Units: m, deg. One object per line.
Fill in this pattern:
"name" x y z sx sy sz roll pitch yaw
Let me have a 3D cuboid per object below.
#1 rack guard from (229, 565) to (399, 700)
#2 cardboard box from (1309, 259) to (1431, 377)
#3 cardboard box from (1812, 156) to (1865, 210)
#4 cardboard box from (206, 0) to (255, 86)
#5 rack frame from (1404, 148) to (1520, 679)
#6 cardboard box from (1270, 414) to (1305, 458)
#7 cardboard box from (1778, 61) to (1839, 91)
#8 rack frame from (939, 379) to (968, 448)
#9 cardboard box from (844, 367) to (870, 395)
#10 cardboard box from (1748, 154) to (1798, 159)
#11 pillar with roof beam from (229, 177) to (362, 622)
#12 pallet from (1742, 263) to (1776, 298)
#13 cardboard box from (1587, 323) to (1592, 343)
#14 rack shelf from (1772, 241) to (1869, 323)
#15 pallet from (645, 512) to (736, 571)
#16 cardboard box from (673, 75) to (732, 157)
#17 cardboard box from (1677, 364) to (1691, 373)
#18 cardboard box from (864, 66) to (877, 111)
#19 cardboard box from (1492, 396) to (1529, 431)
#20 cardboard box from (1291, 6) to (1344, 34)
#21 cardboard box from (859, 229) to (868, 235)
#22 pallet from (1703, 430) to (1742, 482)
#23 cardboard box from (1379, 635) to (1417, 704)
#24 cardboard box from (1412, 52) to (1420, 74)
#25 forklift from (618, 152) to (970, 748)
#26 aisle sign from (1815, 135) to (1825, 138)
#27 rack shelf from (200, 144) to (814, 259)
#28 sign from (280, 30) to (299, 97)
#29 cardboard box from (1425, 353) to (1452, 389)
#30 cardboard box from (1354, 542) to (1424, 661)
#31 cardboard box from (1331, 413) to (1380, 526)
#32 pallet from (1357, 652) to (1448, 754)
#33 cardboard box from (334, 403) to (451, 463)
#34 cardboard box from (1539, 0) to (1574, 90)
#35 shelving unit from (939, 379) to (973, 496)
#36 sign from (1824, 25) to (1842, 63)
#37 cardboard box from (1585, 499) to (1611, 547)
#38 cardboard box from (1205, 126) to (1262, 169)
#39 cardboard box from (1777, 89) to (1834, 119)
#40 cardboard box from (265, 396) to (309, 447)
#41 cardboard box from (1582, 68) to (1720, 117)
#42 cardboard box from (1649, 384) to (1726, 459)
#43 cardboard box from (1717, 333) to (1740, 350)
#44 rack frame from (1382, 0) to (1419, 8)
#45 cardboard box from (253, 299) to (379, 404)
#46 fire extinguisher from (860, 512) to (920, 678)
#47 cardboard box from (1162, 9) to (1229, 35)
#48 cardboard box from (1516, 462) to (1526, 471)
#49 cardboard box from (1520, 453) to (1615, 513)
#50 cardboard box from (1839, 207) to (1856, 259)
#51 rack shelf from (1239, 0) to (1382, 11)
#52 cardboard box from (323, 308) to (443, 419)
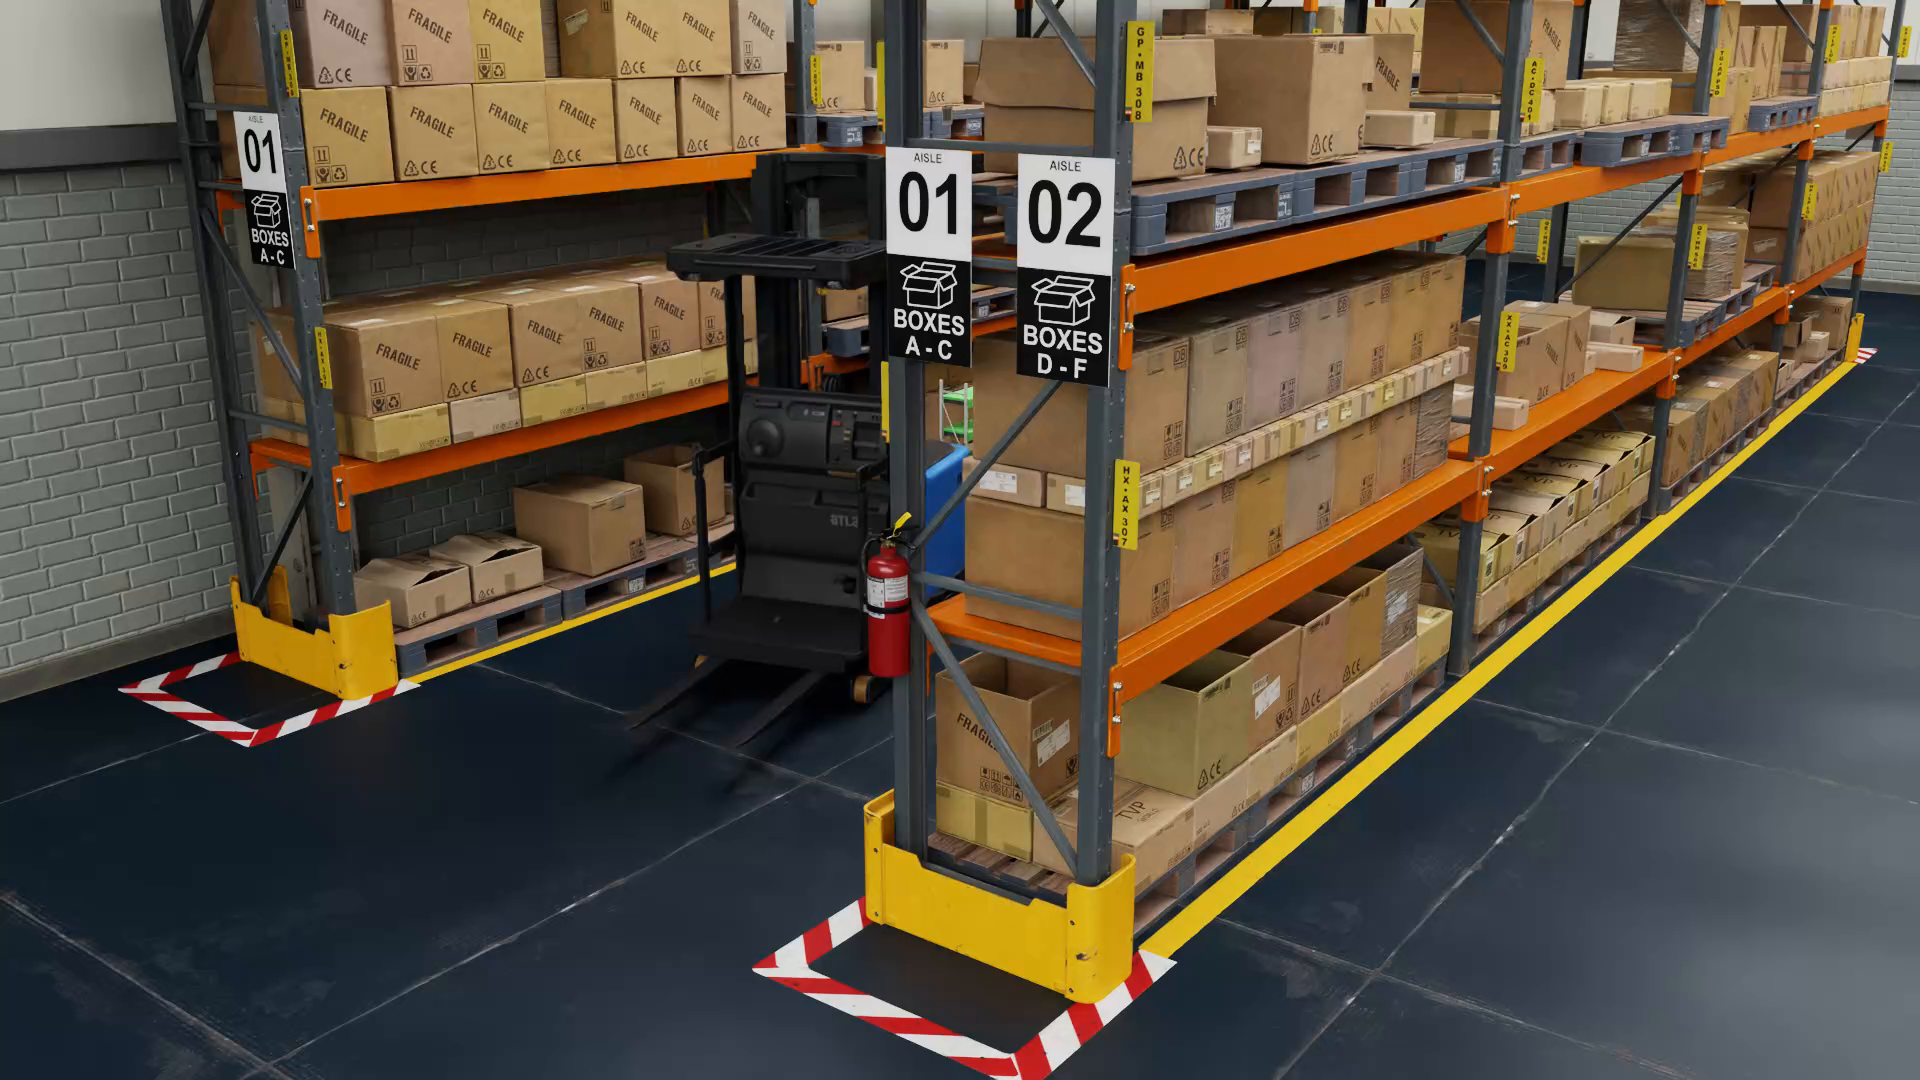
"rack guard" -3.777 0.526 9.707 1.175 0.500 0.348 12 21 35
"cardboard box" 1.982 -1.168 8.590 0.700 0.500 0.500 12 21 35
"cardboard box" 9.041 -3.712 17.284 0.500 0.500 0.500 13 22 36
"cardboard box" -3.776 -2.766 9.146 0.500 0.500 0.500 14 22 37
"rack frame" 2.541 -0.728 9.530 1.000 3.000 0.127 12 21 35
"cardboard box" 1.330 -0.495 7.518 0.380 0.149 0.250 12 21 34
"cardboard box" 7.797 -4.305 15.400 0.500 0.250 0.500 12 21 35
"rack frame" -0.047 -0.554 12.006 0.240 1.200 0.015 12 21 35
"cardboard box" -0.754 -1.261 13.454 0.500 0.250 0.500 12 21 34
"cardboard box" 8.608 -3.808 17.594 0.500 0.500 0.500 13 21 35
"pillar with roof beam" -0.643 -3.074 6.968 9.100 9.000 0.400 12 21 35
"pallet" 6.744 -2.371 15.143 1.003 0.211 1.213 12 21 35
"cardboard box" 4.236 -1.459 12.035 0.500 0.311 0.500 12 21 34
"rack shelf" 8.500 -2.766 17.306 1.077 0.370 4.000 12 21 35
"pallet" -1.811 -0.104 12.224 1.003 0.211 1.213 12 21 35
"cardboard box" -1.853 -2.810 10.975 0.500 0.500 0.500 10 20 30
"cardboard box" 6.211 -1.331 14.944 0.500 0.500 0.500 13 21 35
"cardboard box" -0.682 -3.456 12.698 0.500 0.311 0.500 13 22 36
"cardboard box" 3.233 -0.783 10.130 0.380 0.149 0.250 12 21 35
"cardboard box" 3.977 -5.595 18.258 0.500 0.500 0.500 12 21 34
"cardboard box" -0.403 -2.270 13.584 0.700 0.500 0.500 16 24 42
"pallet" 6.127 -0.809 14.494 1.003 0.211 1.213 12 21 35
"cardboard box" 2.135 0.651 9.017 0.500 0.250 0.500 12 21 35
"cardboard box" 5.178 -5.724 19.937 0.500 0.250 0.500 11 21 33
"forklift" -0.902 -0.620 9.299 1.130 2.935 3.031 6 18 19
"aisle sign" 9.496 -4.896 18.567 0.394 0.787 0.004 12 21 35
"rack shelf" -2.631 -2.215 10.474 1.077 0.370 4.000 12 21 35
"sign" -3.387 -2.404 8.395 0.100 0.325 0.005 12 21 35
"cardboard box" 2.402 -0.924 8.900 0.380 0.149 0.250 12 21 34
"cardboard box" 2.133 0.293 8.907 0.500 0.500 0.500 12 21 35
"cardboard box" 1.671 -0.423 8.380 0.700 0.500 0.500 13 21 35
"pallet" 2.034 0.786 9.357 1.003 0.211 1.213 12 21 35
"cardboard box" -3.277 -0.648 9.491 0.500 0.250 0.500 12 21 33
"cardboard box" 3.261 -2.927 9.834 0.500 0.500 0.500 15 23 40
"shelving unit" 0.099 -0.612 12.193 0.258 1.200 0.503 12 21 35
"sign" 7.756 -4.404 14.773 0.100 0.325 0.005 12 21 35
"cardboard box" 4.201 -0.157 11.620 0.500 0.250 0.500 13 21 36
"cardboard box" 1.001 -1.604 6.773 0.380 0.149 0.250 12 21 35
"cardboard box" 7.796 -4.066 15.475 0.500 0.250 0.500 12 21 35
"cardboard box" -3.700 -0.733 9.766 0.500 0.250 0.500 13 21 35
"cardboard box" 5.157 -3.271 12.492 0.910 0.500 0.500 12 21 35
"cardboard box" 6.036 -0.999 13.876 0.500 0.500 0.500 12 21 34
"cardboard box" 7.420 -1.835 16.570 0.500 0.500 0.500 12 21 35
"rack frame" 5.711 -7.326 20.660 1.000 3.000 0.127 12 21 35
"cardboard box" -3.712 -1.096 9.668 0.500 0.500 0.500 12 21 34
"fire extinguisher" -0.286 0.208 6.647 0.296 0.674 0.183 12 21 35
"cardboard box" 2.381 -5.236 16.813 0.500 0.250 0.500 12 21 33
"cardboard box" 3.765 -0.515 11.828 0.500 0.311 0.500 12 21 33
"cardboard box" 4.203 -0.423 11.530 0.500 0.311 0.500 12 21 34
"cardboard box" 9.035 -3.237 17.441 0.500 0.500 0.500 13 21 35
"rack shelf" 4.519 -6.315 19.292 1.077 0.370 4.000 12 21 35
"cardboard box" -3.297 -1.006 9.381 0.500 0.500 0.500 12 21 35
